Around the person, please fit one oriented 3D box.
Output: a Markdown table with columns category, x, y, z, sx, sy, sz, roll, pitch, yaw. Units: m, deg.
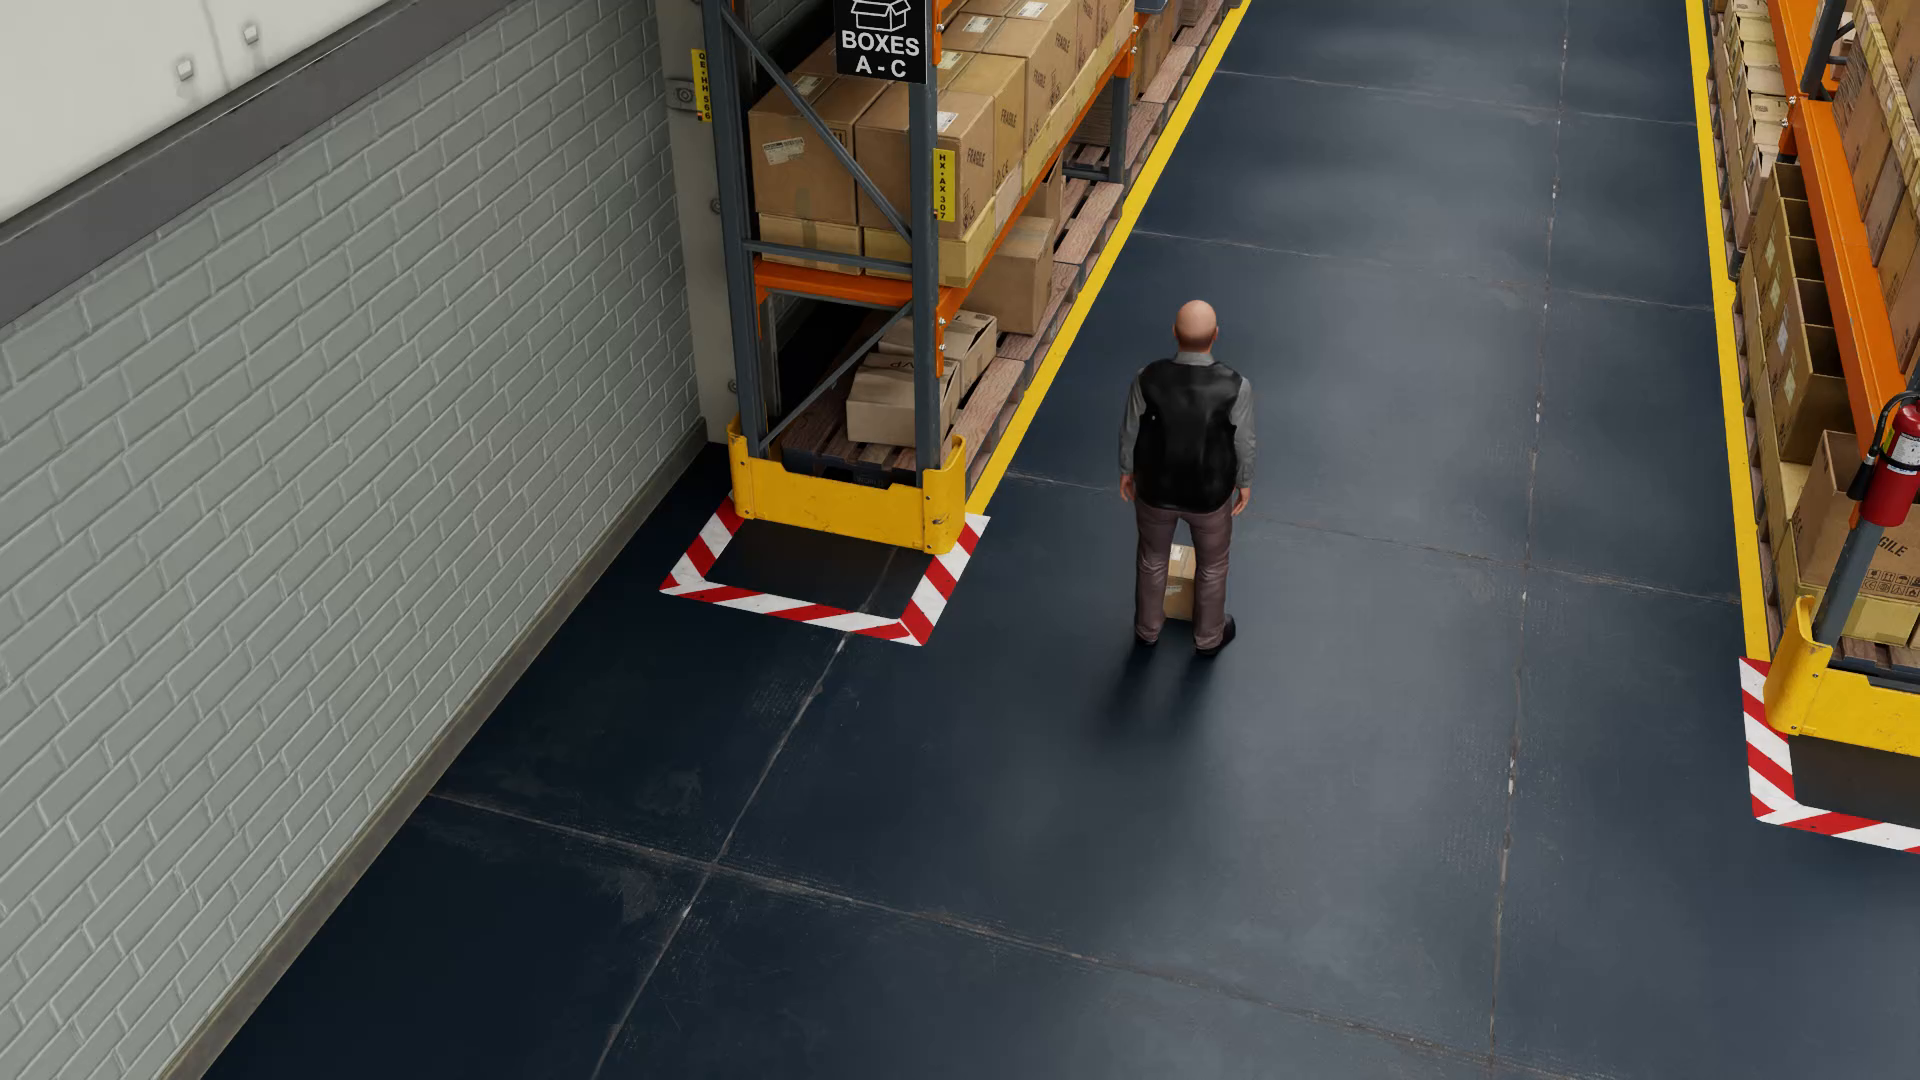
| category | x | y | z | sx | sy | sz | roll | pitch | yaw |
| --- | --- | --- | --- | --- | --- | --- | --- | --- | --- |
| person | 0.971 | -0.226 | 7.214 | 0.594 | 1.721 | 0.416 | 9 | 38 | 11 |
